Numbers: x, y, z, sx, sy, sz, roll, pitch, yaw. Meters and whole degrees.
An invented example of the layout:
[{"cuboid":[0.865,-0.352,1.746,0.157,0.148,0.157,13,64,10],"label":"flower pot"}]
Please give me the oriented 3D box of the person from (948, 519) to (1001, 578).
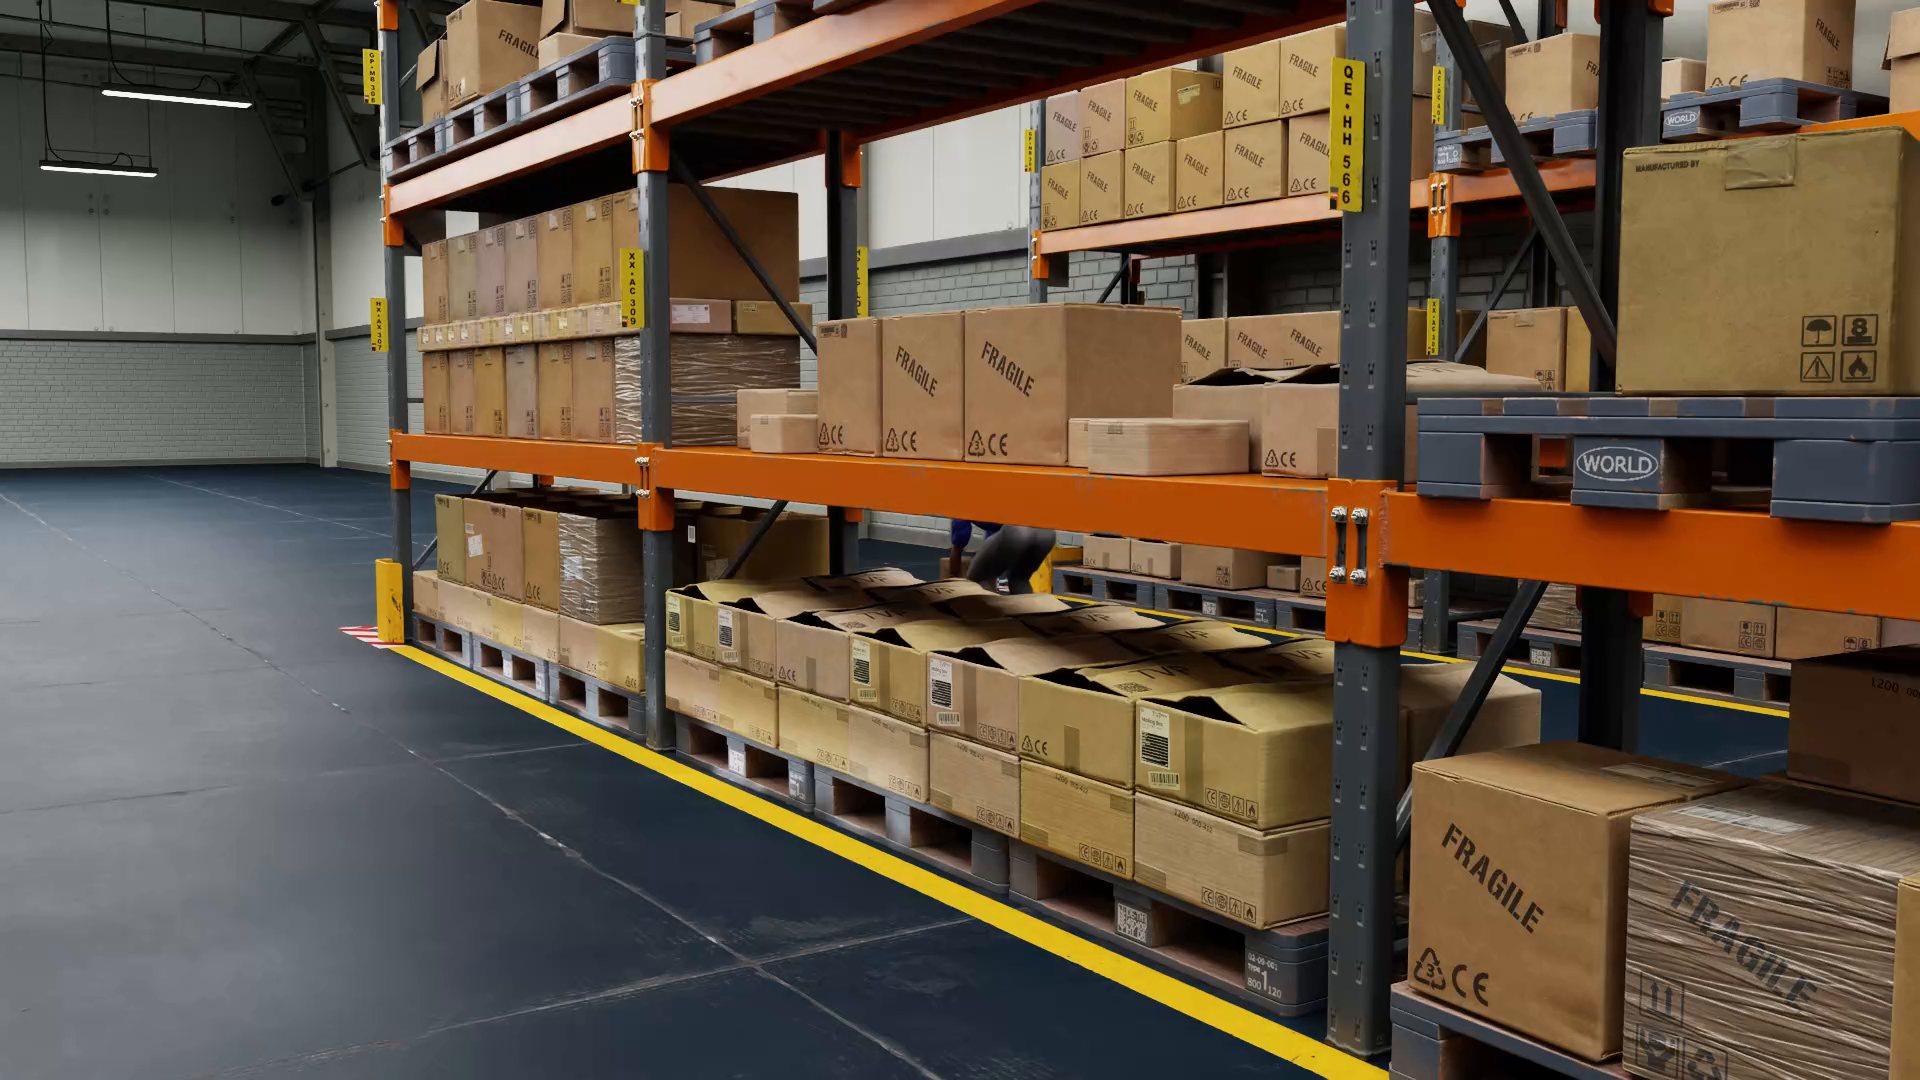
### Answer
[{"cuboid":[0.164,0.148,10.109,0.406,1.035,0.726,-4,6,-37],"label":"person"}]
